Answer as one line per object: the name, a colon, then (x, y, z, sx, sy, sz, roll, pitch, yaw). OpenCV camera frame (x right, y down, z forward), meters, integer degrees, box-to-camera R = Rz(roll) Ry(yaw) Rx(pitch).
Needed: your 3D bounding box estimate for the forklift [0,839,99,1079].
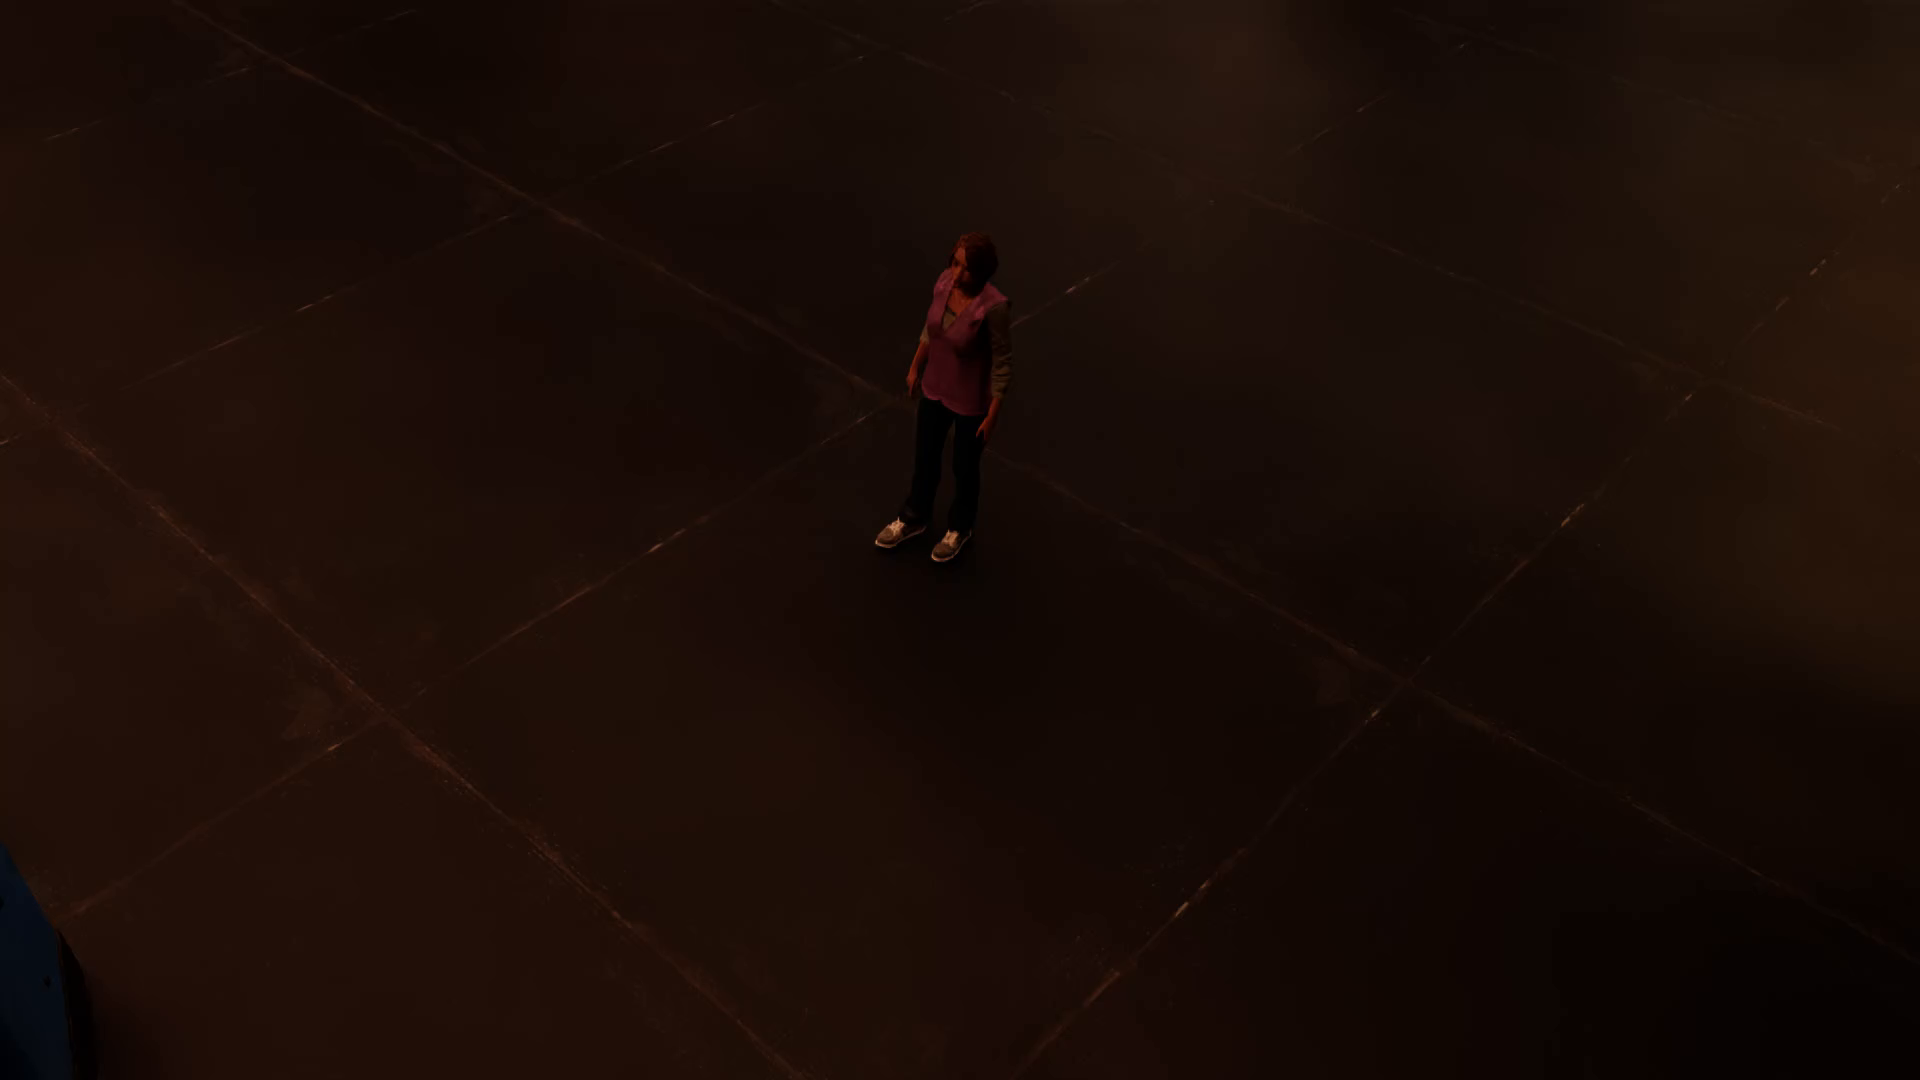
forklift: (-4.210, 1.152, 4.085, 3.031, 2.935, 1.130, -19, 44, -21)

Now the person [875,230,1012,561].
person: (-0.060, -0.582, 7.120, 0.520, 1.597, 0.474, 31, 49, 31)
